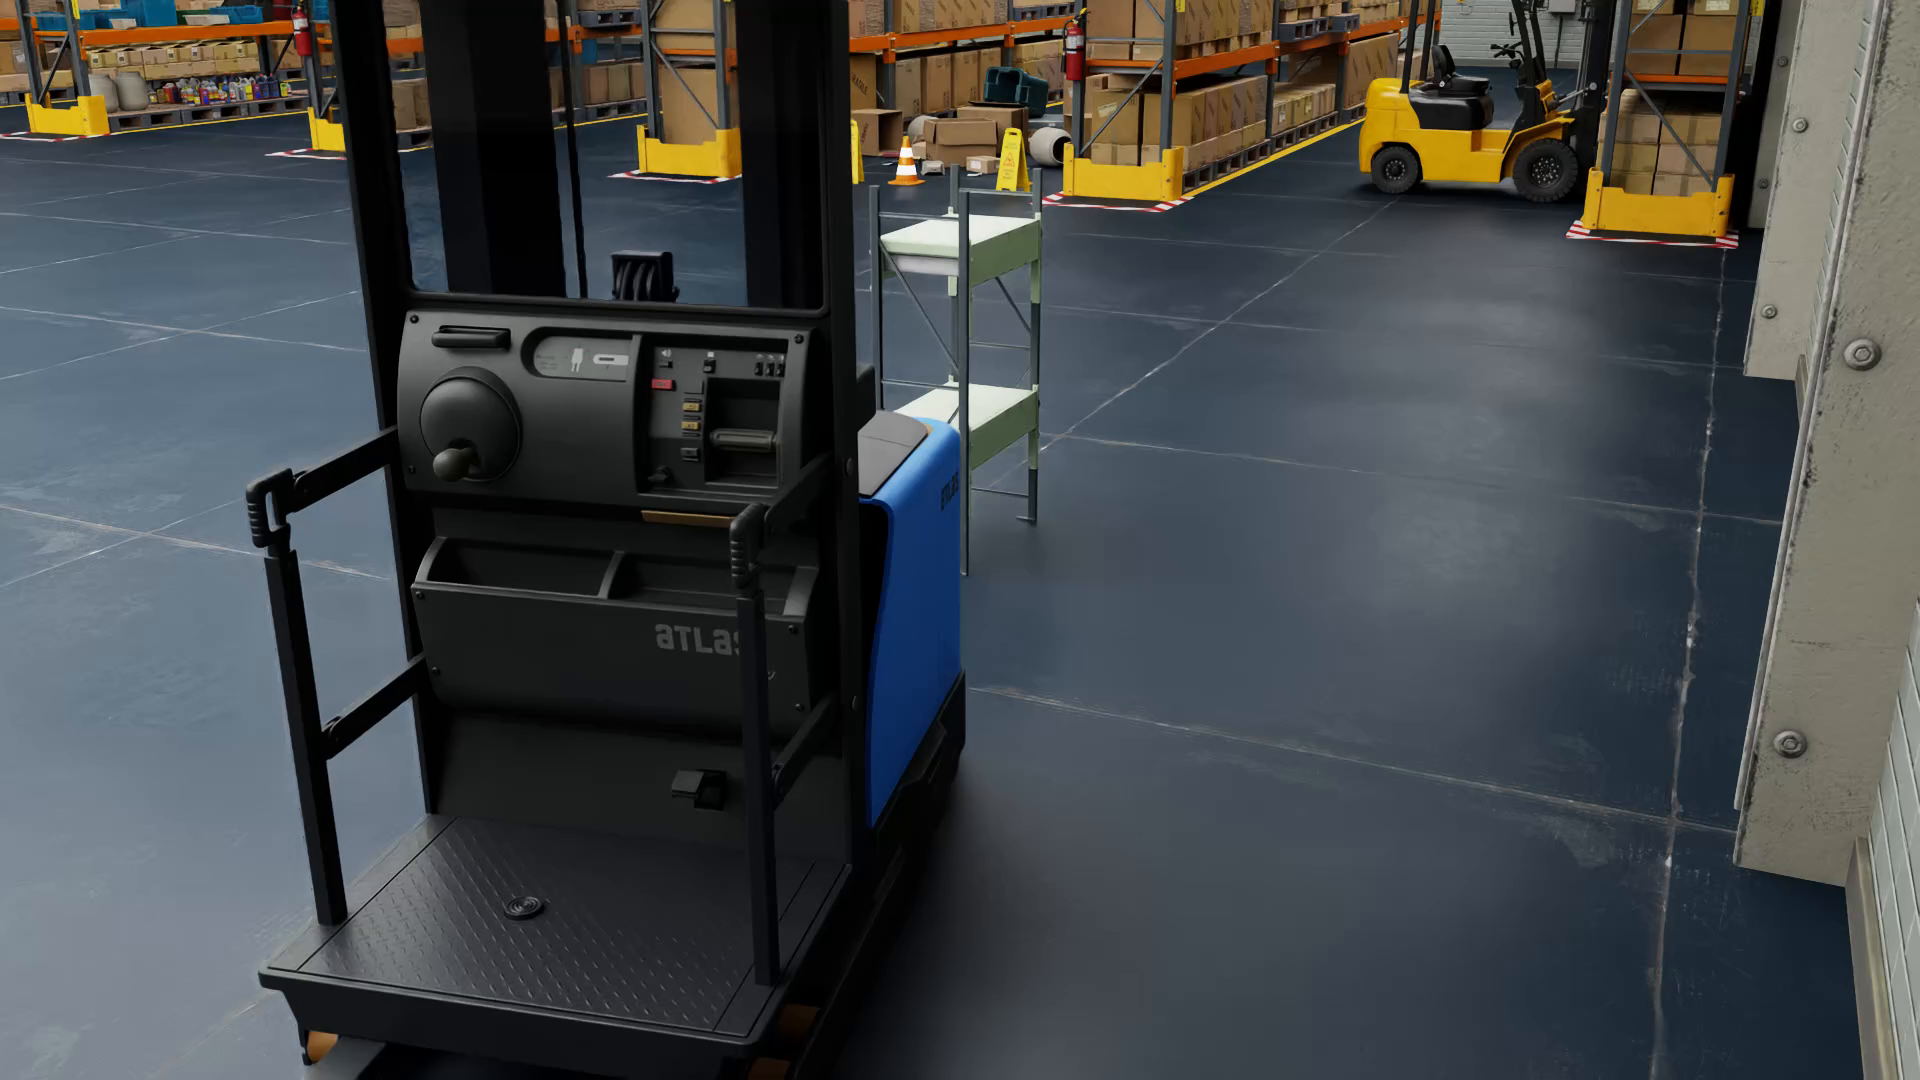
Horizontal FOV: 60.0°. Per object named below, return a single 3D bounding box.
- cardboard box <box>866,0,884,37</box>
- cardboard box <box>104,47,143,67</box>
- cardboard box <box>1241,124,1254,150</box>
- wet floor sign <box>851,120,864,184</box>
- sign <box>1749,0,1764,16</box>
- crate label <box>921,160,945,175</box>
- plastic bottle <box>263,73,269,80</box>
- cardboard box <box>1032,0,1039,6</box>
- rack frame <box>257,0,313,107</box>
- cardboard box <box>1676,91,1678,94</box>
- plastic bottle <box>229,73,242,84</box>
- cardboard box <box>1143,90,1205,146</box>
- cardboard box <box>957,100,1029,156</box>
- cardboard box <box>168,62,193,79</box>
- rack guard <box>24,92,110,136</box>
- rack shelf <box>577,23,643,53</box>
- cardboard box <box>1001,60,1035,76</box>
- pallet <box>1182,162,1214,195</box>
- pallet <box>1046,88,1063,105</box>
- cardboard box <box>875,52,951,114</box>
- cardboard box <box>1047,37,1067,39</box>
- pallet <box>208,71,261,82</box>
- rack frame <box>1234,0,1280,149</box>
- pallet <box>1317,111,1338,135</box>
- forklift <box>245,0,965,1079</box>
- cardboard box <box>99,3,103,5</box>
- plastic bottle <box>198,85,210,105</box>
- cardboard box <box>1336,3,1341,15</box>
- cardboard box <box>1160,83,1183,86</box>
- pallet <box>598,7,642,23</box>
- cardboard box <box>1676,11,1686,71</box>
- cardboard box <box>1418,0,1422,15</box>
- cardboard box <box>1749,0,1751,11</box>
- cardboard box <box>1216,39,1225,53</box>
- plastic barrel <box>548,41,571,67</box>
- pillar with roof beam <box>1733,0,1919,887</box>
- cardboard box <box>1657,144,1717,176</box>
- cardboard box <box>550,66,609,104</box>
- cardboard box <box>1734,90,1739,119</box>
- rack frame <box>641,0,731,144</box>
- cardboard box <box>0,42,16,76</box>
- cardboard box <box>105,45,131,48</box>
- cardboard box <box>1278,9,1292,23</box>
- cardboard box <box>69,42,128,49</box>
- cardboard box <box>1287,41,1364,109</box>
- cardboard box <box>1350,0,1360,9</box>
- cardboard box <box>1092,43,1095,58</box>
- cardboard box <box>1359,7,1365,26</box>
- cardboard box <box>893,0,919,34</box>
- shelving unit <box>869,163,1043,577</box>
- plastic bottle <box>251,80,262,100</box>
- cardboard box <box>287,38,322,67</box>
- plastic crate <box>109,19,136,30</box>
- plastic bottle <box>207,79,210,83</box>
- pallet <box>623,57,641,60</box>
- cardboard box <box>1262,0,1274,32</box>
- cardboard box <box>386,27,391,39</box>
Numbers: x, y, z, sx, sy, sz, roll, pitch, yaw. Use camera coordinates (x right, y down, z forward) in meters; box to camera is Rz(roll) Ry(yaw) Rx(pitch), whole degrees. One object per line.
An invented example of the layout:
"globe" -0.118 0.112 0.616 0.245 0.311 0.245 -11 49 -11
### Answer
"cardboard box" -1.470 -6.660 20.995 0.875 0.550 0.550 9 21 23
"cardboard box" -14.244 -8.187 28.152 0.500 0.311 0.500 8 21 22
"cardboard box" 3.021 -4.576 18.836 0.500 0.250 0.500 8 21 21
"wet floor sign" -1.174 -4.091 17.510 0.267 0.644 0.232 5 20 13
"sign" 6.623 -4.520 13.792 0.100 0.325 0.005 9 21 23
"crate label" -0.298 -4.090 18.264 0.250 0.136 0.298 -2 20 -5
"plastic bottle" -10.465 -6.837 25.015 0.144 0.351 0.185 9 21 23
"cardboard box" 1.004 -8.362 25.754 0.380 0.149 0.250 10 22 25
"rack frame" -10.332 -8.095 25.254 1.000 3.000 0.127 9 21 23
"cardboard box" 7.732 -4.572 17.333 0.500 0.250 0.500 9 21 24
"plastic bottle" -10.910 -6.844 25.035 0.144 0.351 0.185 9 21 23
"cardboard box" 2.181 -4.304 16.953 0.500 0.500 0.500 8 21 21
"cardboard box" 0.374 -4.892 19.770 0.797 0.637 0.503 9 21 23
"cardboard box" -13.829 -8.237 29.132 0.500 0.250 0.500 9 21 24
"rack guard" -11.982 -5.724 22.318 1.175 0.500 0.348 9 21 23
"rack shelf" -4.995 -7.688 25.183 1.077 0.370 4.000 9 21 23
"cardboard box" 0.830 -7.128 25.639 0.500 0.500 0.500 8 21 20
"pallet" 1.985 -3.786 17.298 1.003 0.211 1.213 9 21 23
"pallet" 1.130 -7.223 26.964 1.003 0.211 1.213 9 21 23
"cardboard box" -0.760 -6.338 23.045 1.050 0.750 0.750 9 21 23
"cardboard box" 1.649 -8.105 27.267 0.500 0.250 0.500 10 22 25
"pallet" -13.585 -8.438 30.381 1.003 0.211 1.213 9 21 23
"rack frame" 3.227 -6.055 19.519 1.000 3.000 0.127 9 21 23
"pallet" 4.544 -5.726 22.754 1.003 0.211 1.213 9 21 23
"forklift" -0.815 -0.273 3.362 1.130 2.935 3.031 4 20 12
"cardboard box" -14.657 -9.006 28.017 0.396 0.266 0.258 8 21 21
"plastic bottle" -10.834 -6.378 23.823 0.061 0.283 0.133 9 21 24
"cardboard box" 4.840 -7.050 22.065 0.380 0.149 0.250 8 21 22
"cardboard box" 2.103 -4.682 18.016 0.500 0.500 0.500 8 21 21
"pallet" -4.949 -7.937 25.096 1.003 0.211 1.213 9 21 23
"cardboard box" 6.302 -4.544 15.119 0.500 0.500 0.500 9 22 24
"cardboard box" 7.354 -8.960 27.538 0.500 0.500 0.500 9 21 23
"cardboard box" 6.979 -4.874 15.081 0.380 0.149 0.250 9 21 23
"cardboard box" 2.600 -5.259 17.656 0.380 0.149 0.250 8 21 21
"plastic barrel" -7.585 -9.369 31.342 0.600 0.901 0.708 9 21 23
"pillar with roof beam" -1.615 -3.991 4.761 9.100 9.000 0.400 9 21 23
"cardboard box" 6.501 -3.406 14.800 0.500 0.250 0.500 9 21 24
"cardboard box" -5.543 -6.630 24.207 0.700 0.500 0.500 7 21 19
"cardboard box" 10.042 -5.856 22.063 0.500 0.500 0.500 9 21 23
"rack frame" -2.968 -5.481 17.904 1.000 3.000 0.127 9 21 23
"cardboard box" -15.257 -7.555 26.093 0.500 0.500 0.500 9 21 23
"cardboard box" -14.532 -8.417 28.801 0.500 0.311 0.500 8 21 23
"cardboard box" 3.742 -6.261 19.844 0.380 0.149 0.250 9 21 23
"cardboard box" -17.312 -10.069 33.386 0.750 0.750 0.750 8 21 22
"cardboard box" 5.224 -6.675 23.805 0.875 0.875 0.875 8 21 22
"cardboard box" 5.298 -7.564 23.239 0.500 0.250 0.500 8 21 22
"cardboard box" 1.550 -4.951 16.788 0.380 0.149 0.250 8 21 22
"cardboard box" 5.489 -7.482 23.755 0.500 0.250 0.500 8 21 21
"cardboard box" -0.869 -6.875 21.674 0.500 0.500 0.500 9 21 23
"shelving unit" -0.003 -0.705 6.712 0.431 1.500 0.755 9 21 23
"plastic bottle" -10.441 -6.672 24.649 0.061 0.283 0.133 10 22 26
"cardboard box" -12.556 -9.289 31.685 0.500 0.500 0.500 8 21 21
"plastic crate" -11.310 -6.977 22.505 0.298 0.136 0.250 9 21 23
"plastic bottle" -11.224 -6.730 24.813 0.061 0.283 0.133 10 22 25
"pallet" -6.293 -9.831 34.297 1.003 0.211 1.213 9 21 23
"cardboard box" 3.272 -6.073 18.975 0.500 0.500 0.500 8 21 21
"cardboard box" -7.118 -6.129 20.100 0.380 0.149 0.250 9 21 23
